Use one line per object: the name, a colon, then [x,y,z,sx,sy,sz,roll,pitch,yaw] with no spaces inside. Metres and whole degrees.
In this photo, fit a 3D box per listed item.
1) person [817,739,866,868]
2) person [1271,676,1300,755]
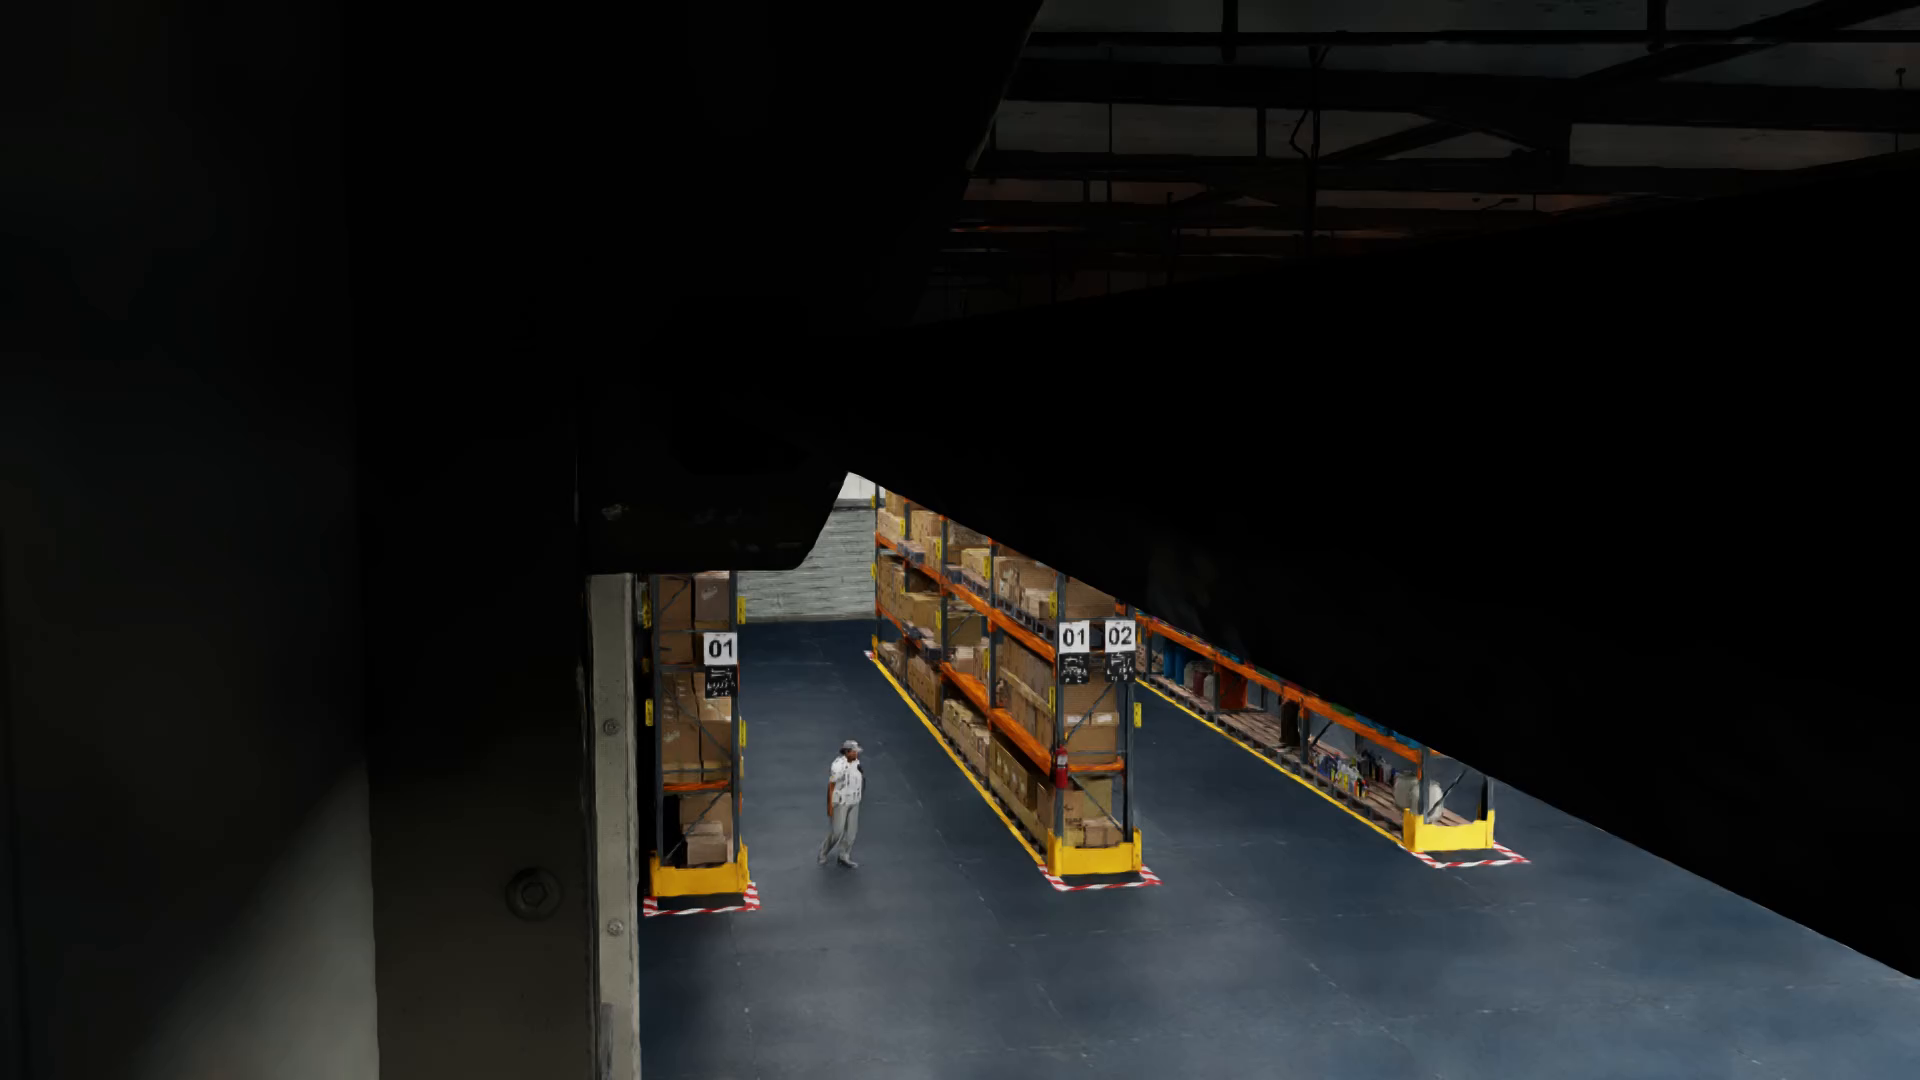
person: [-1.513,3.343,21.169,0.576,1.653,0.550,5,8,42]
person: [5.232,2.505,26.688,0.432,1.828,0.629,0,6,-1]
